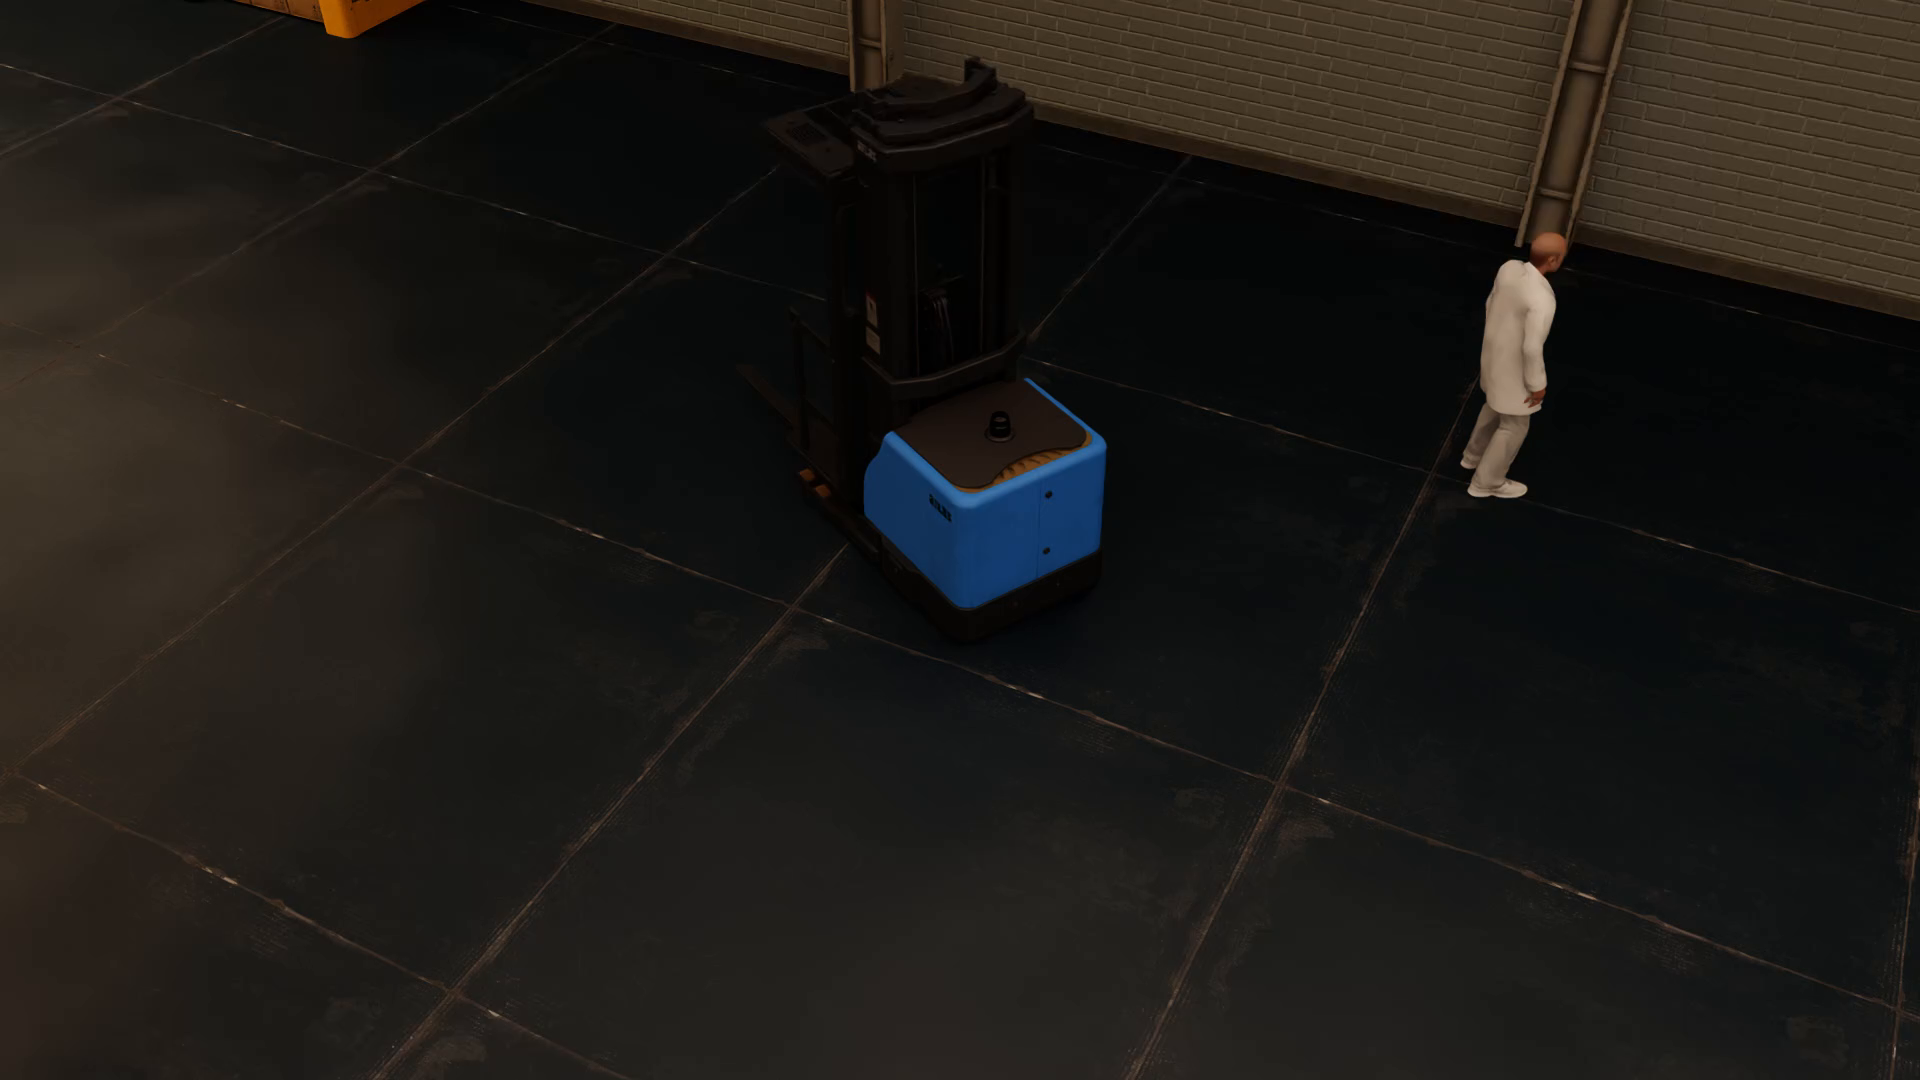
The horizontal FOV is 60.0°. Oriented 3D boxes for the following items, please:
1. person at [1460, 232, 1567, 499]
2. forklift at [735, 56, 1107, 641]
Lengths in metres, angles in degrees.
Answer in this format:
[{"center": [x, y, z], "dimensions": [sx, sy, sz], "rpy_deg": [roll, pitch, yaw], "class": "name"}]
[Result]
[{"center": [3.415, -1.077, 10.172], "dimensions": [0.459, 1.779, 0.651], "rpy_deg": [-6, 40, -7], "class": "person"}, {"center": [-0.408, -1.460, 9.720], "dimensions": [1.130, 2.935, 3.031], "rpy_deg": [-24, 46, -26], "class": "forklift"}]
